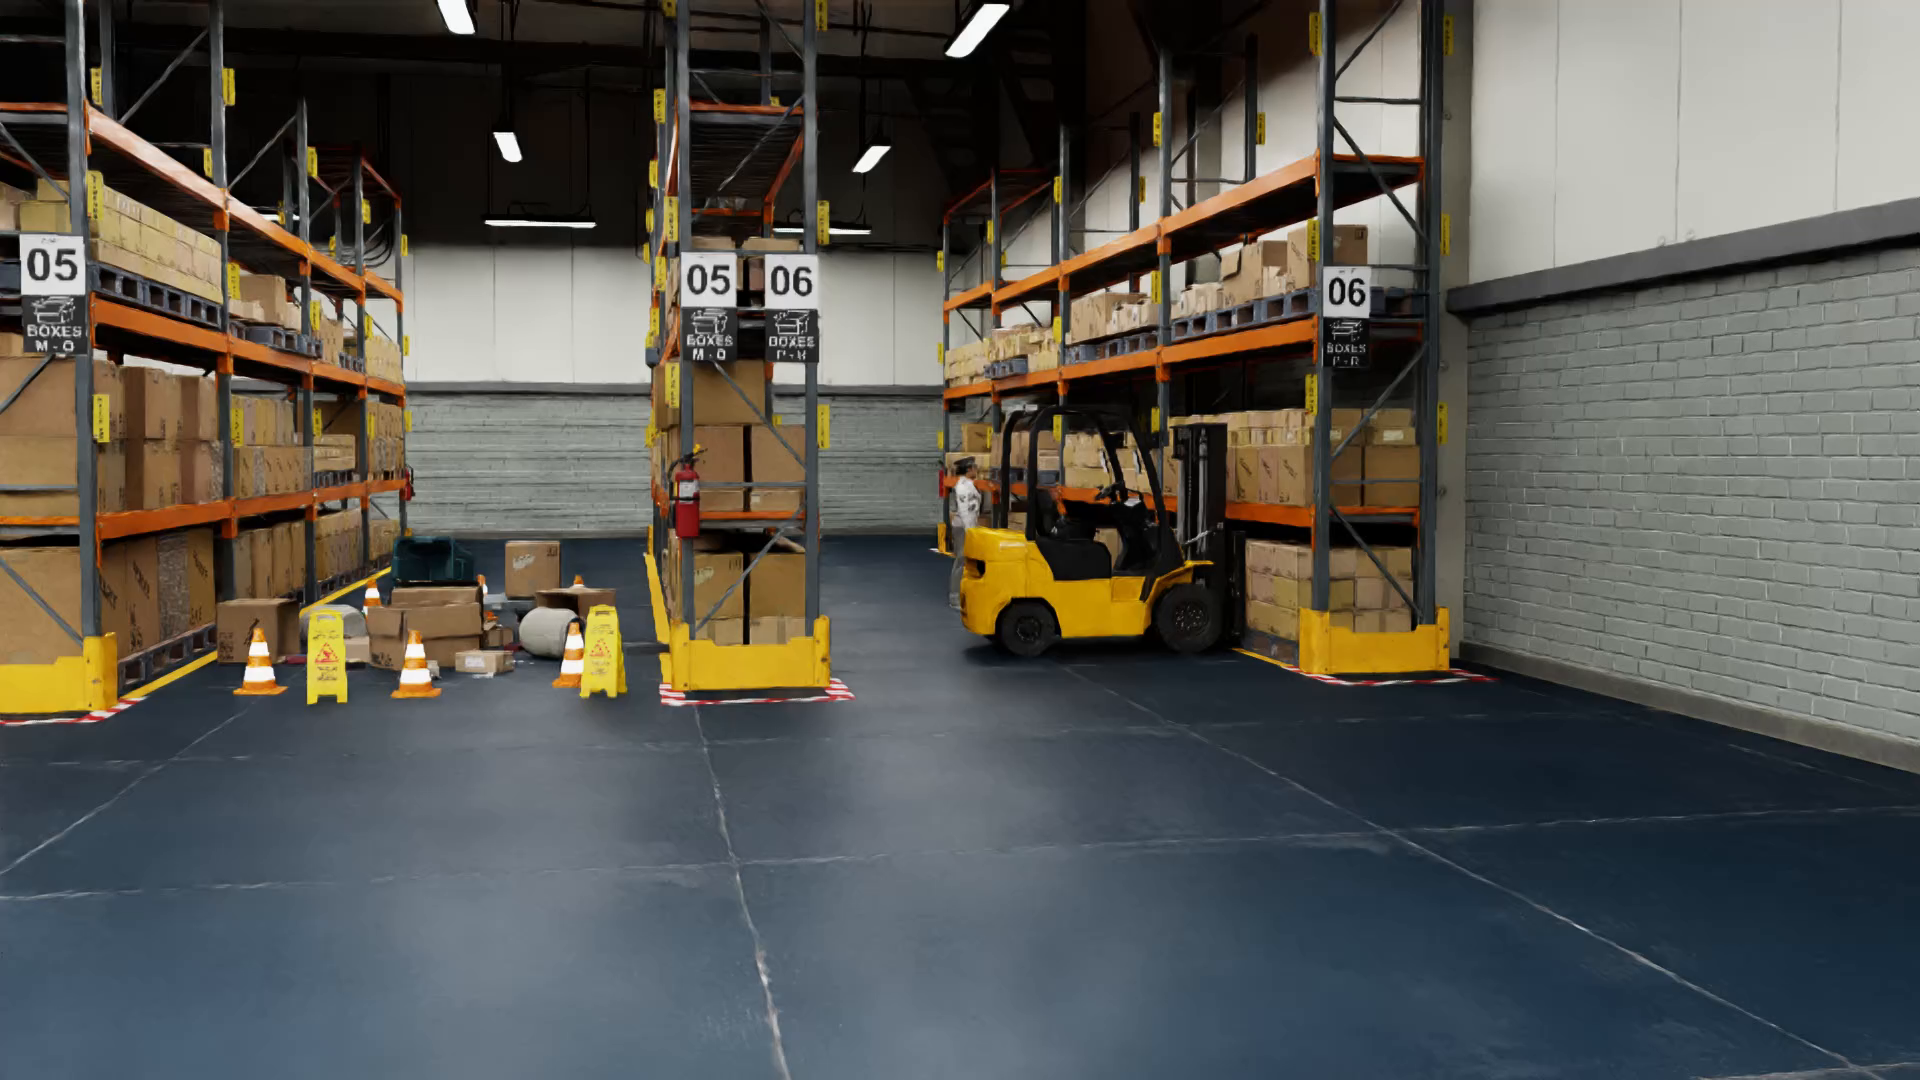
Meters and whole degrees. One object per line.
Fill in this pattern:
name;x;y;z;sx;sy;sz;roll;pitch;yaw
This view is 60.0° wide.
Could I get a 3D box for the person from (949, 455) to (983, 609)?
person;0.073;-0.093;18.321;0.355;1.691;0.561;1;3;10
